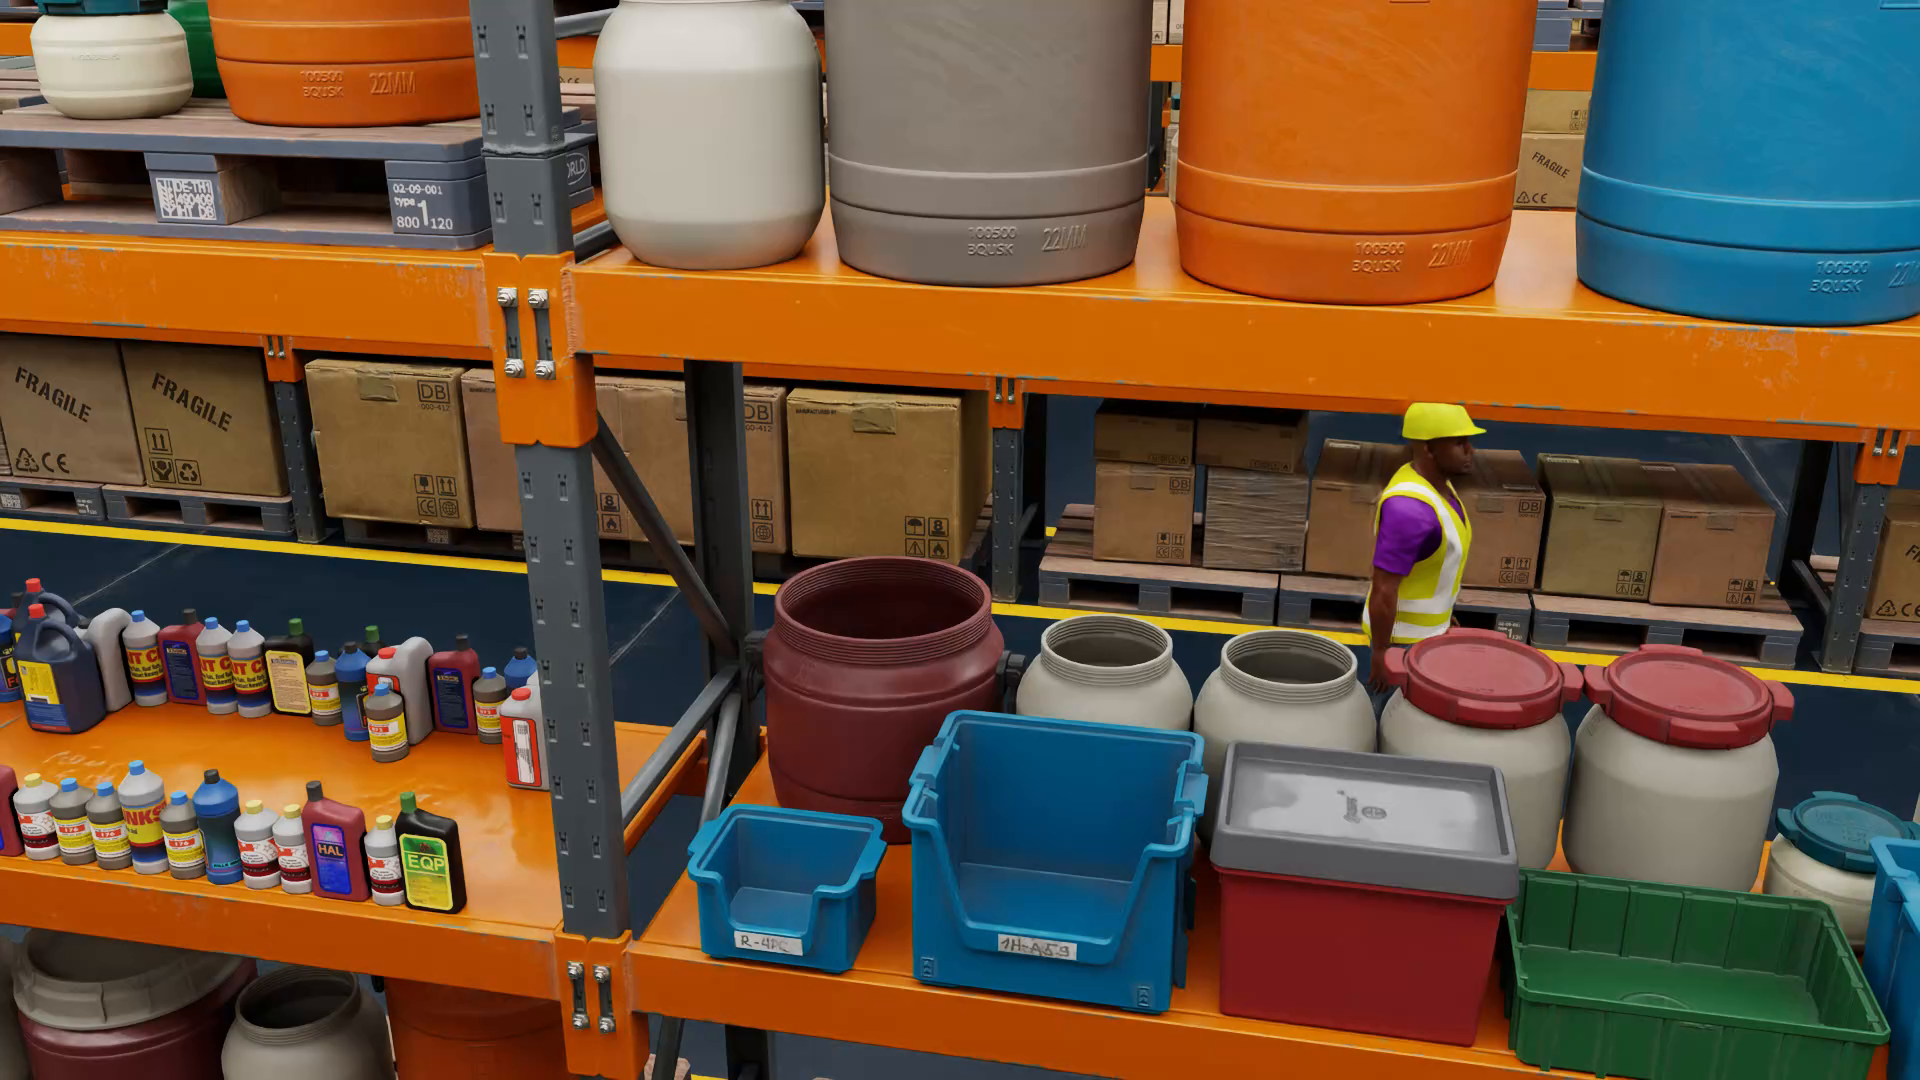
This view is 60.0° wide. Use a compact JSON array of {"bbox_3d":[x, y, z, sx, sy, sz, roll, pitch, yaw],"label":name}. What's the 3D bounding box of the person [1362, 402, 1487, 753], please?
[{"bbox_3d":[1.673,0.337,6.155,0.495,1.781,0.606,8,23,18],"label":"person"}]
